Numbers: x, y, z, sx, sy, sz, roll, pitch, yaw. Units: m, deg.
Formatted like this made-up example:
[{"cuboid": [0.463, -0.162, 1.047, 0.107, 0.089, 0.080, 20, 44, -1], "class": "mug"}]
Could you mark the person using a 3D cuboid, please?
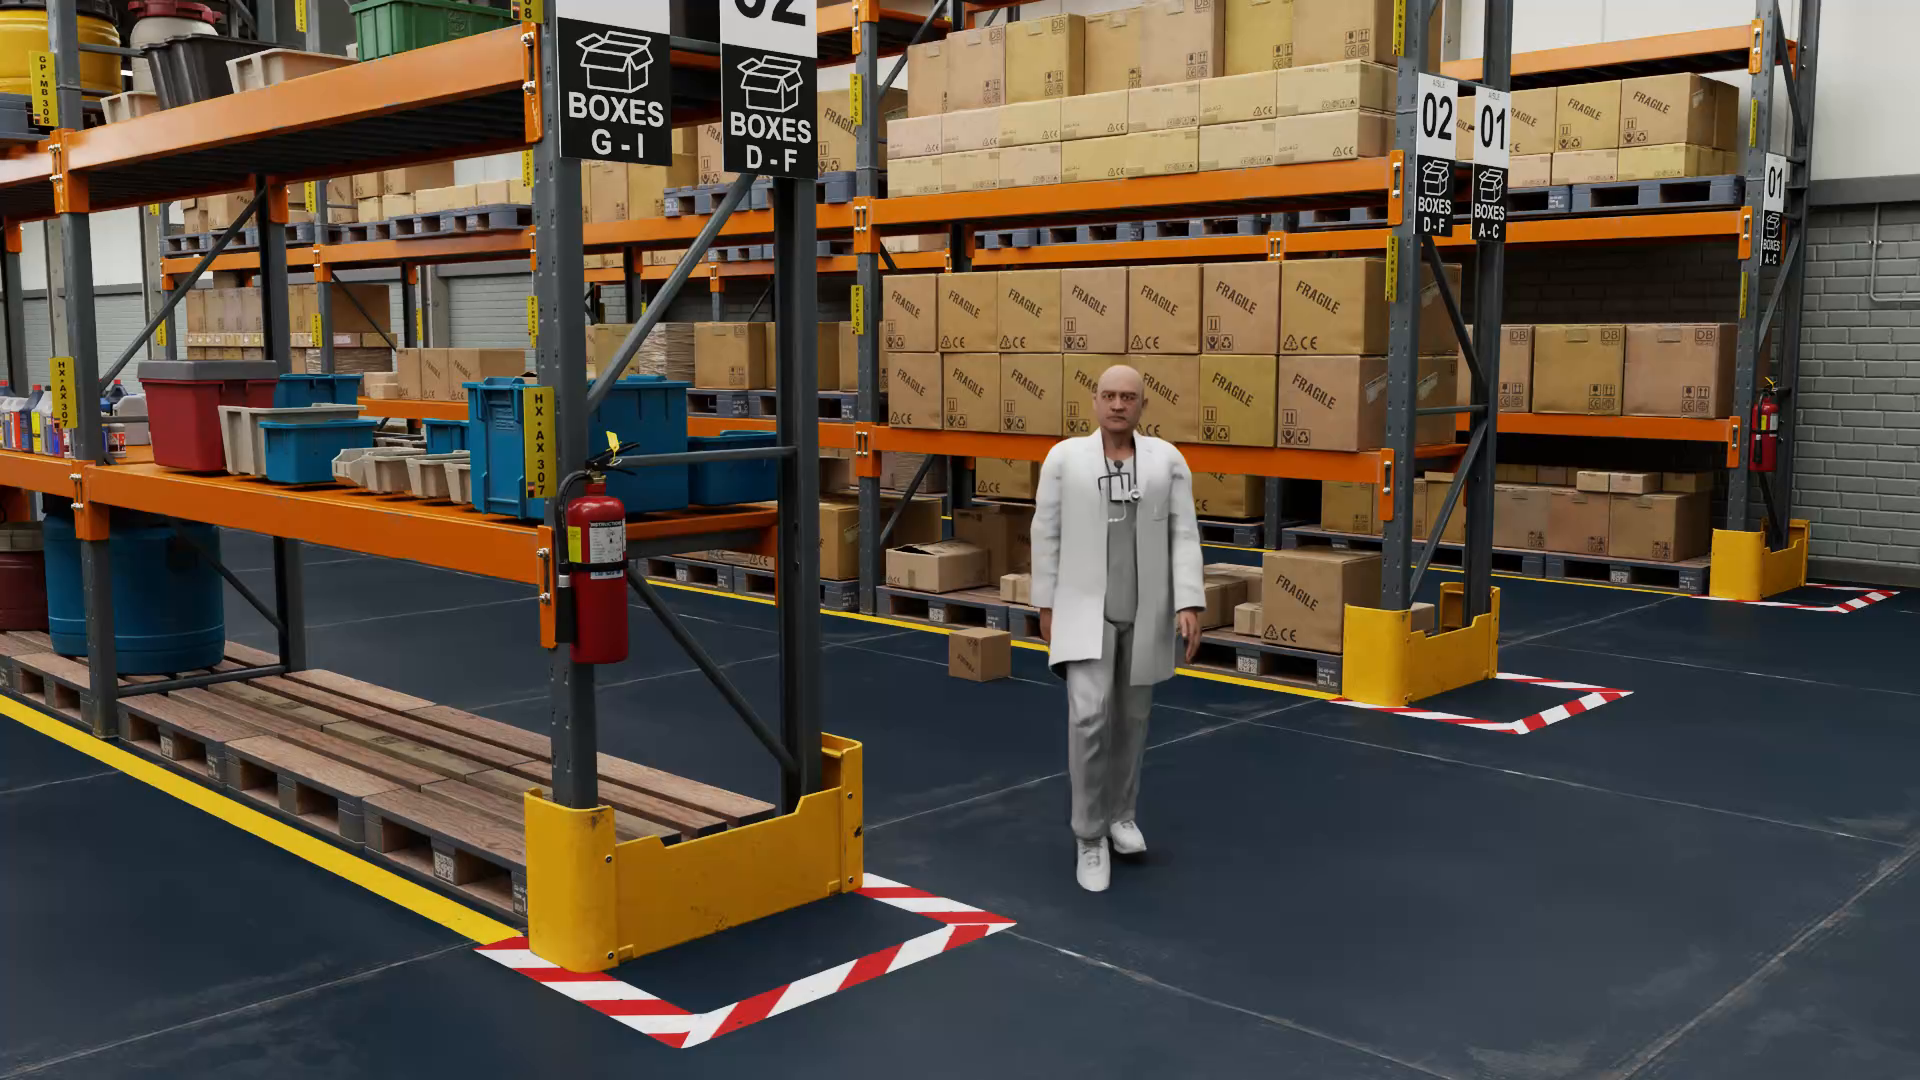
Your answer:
[{"cuboid": [0.560, 0.297, 5.919, 0.588, 1.830, 0.608, -1, 7, -6], "class": "person"}]
